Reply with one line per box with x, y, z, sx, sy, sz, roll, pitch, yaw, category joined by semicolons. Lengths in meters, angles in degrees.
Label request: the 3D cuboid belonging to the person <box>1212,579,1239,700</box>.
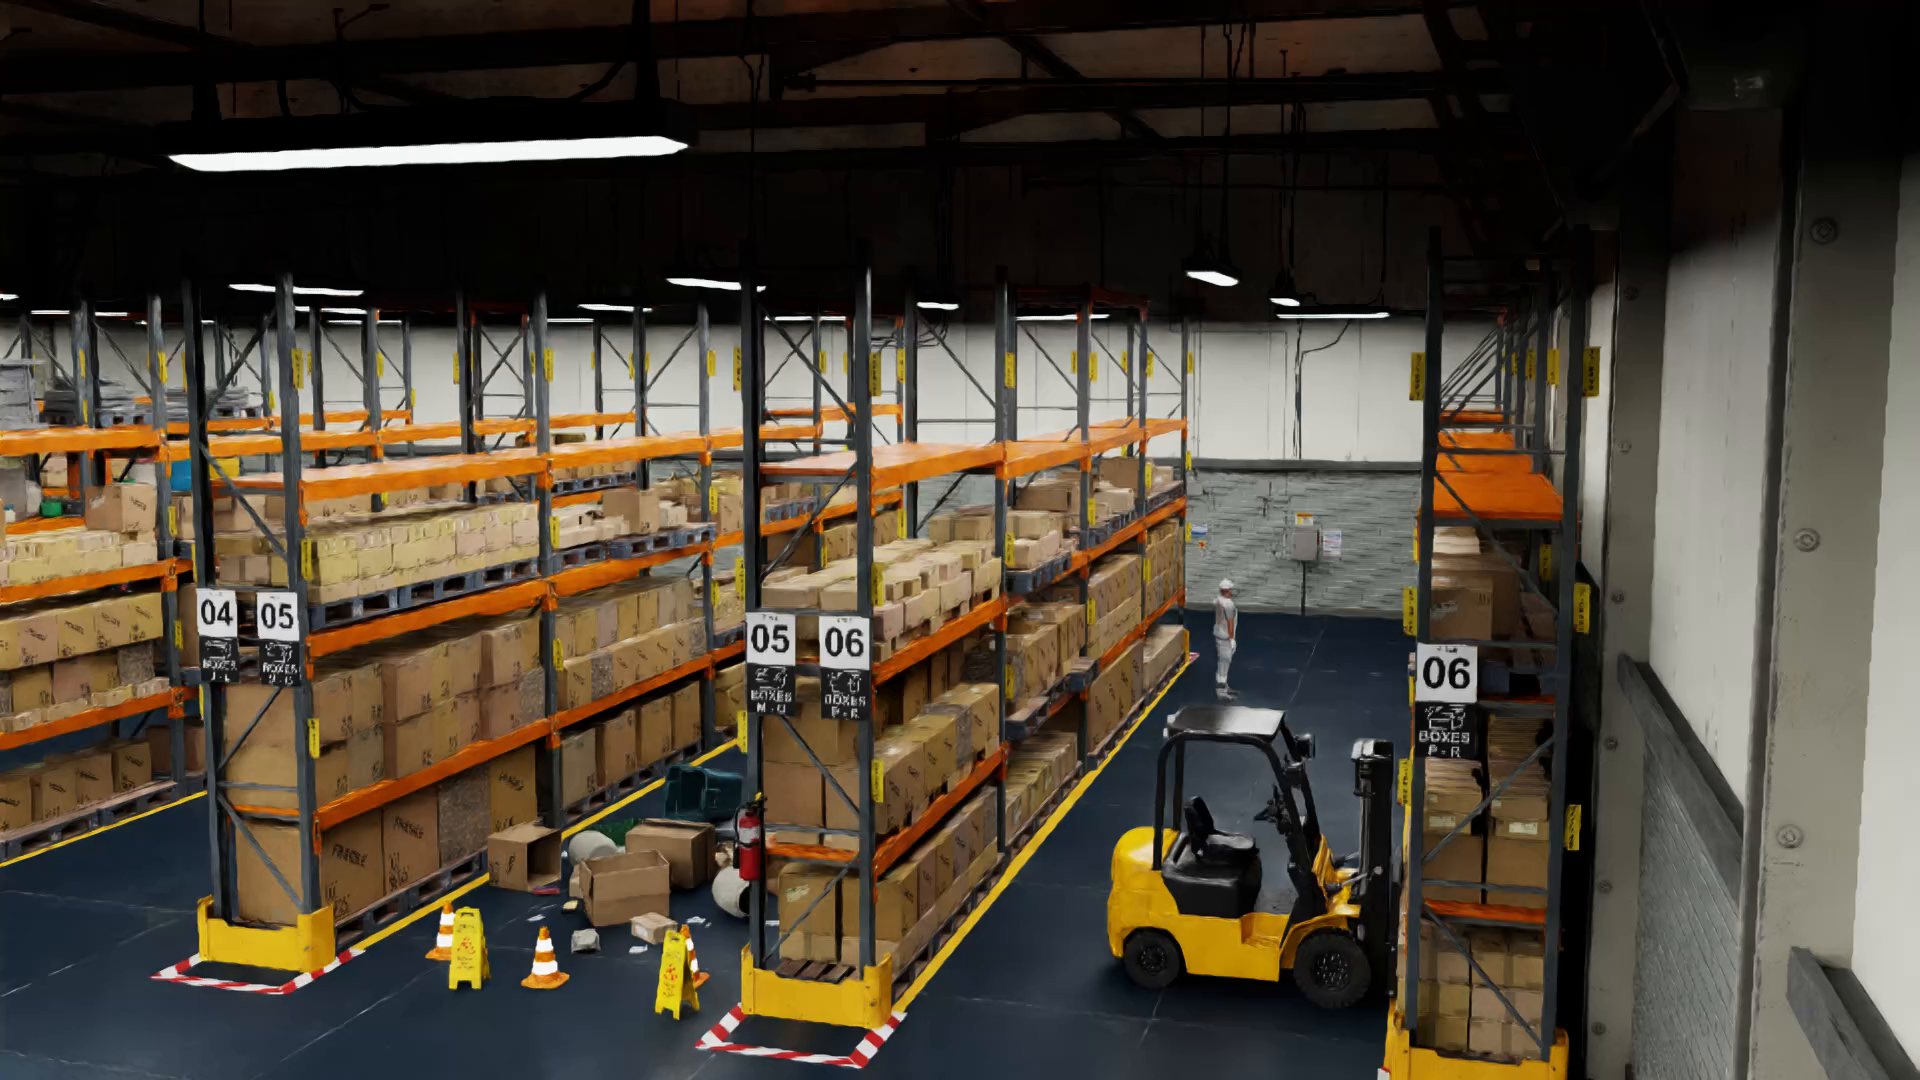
4.021;1.470;24.957;0.451;1.789;0.605;-1;7;-12;person
